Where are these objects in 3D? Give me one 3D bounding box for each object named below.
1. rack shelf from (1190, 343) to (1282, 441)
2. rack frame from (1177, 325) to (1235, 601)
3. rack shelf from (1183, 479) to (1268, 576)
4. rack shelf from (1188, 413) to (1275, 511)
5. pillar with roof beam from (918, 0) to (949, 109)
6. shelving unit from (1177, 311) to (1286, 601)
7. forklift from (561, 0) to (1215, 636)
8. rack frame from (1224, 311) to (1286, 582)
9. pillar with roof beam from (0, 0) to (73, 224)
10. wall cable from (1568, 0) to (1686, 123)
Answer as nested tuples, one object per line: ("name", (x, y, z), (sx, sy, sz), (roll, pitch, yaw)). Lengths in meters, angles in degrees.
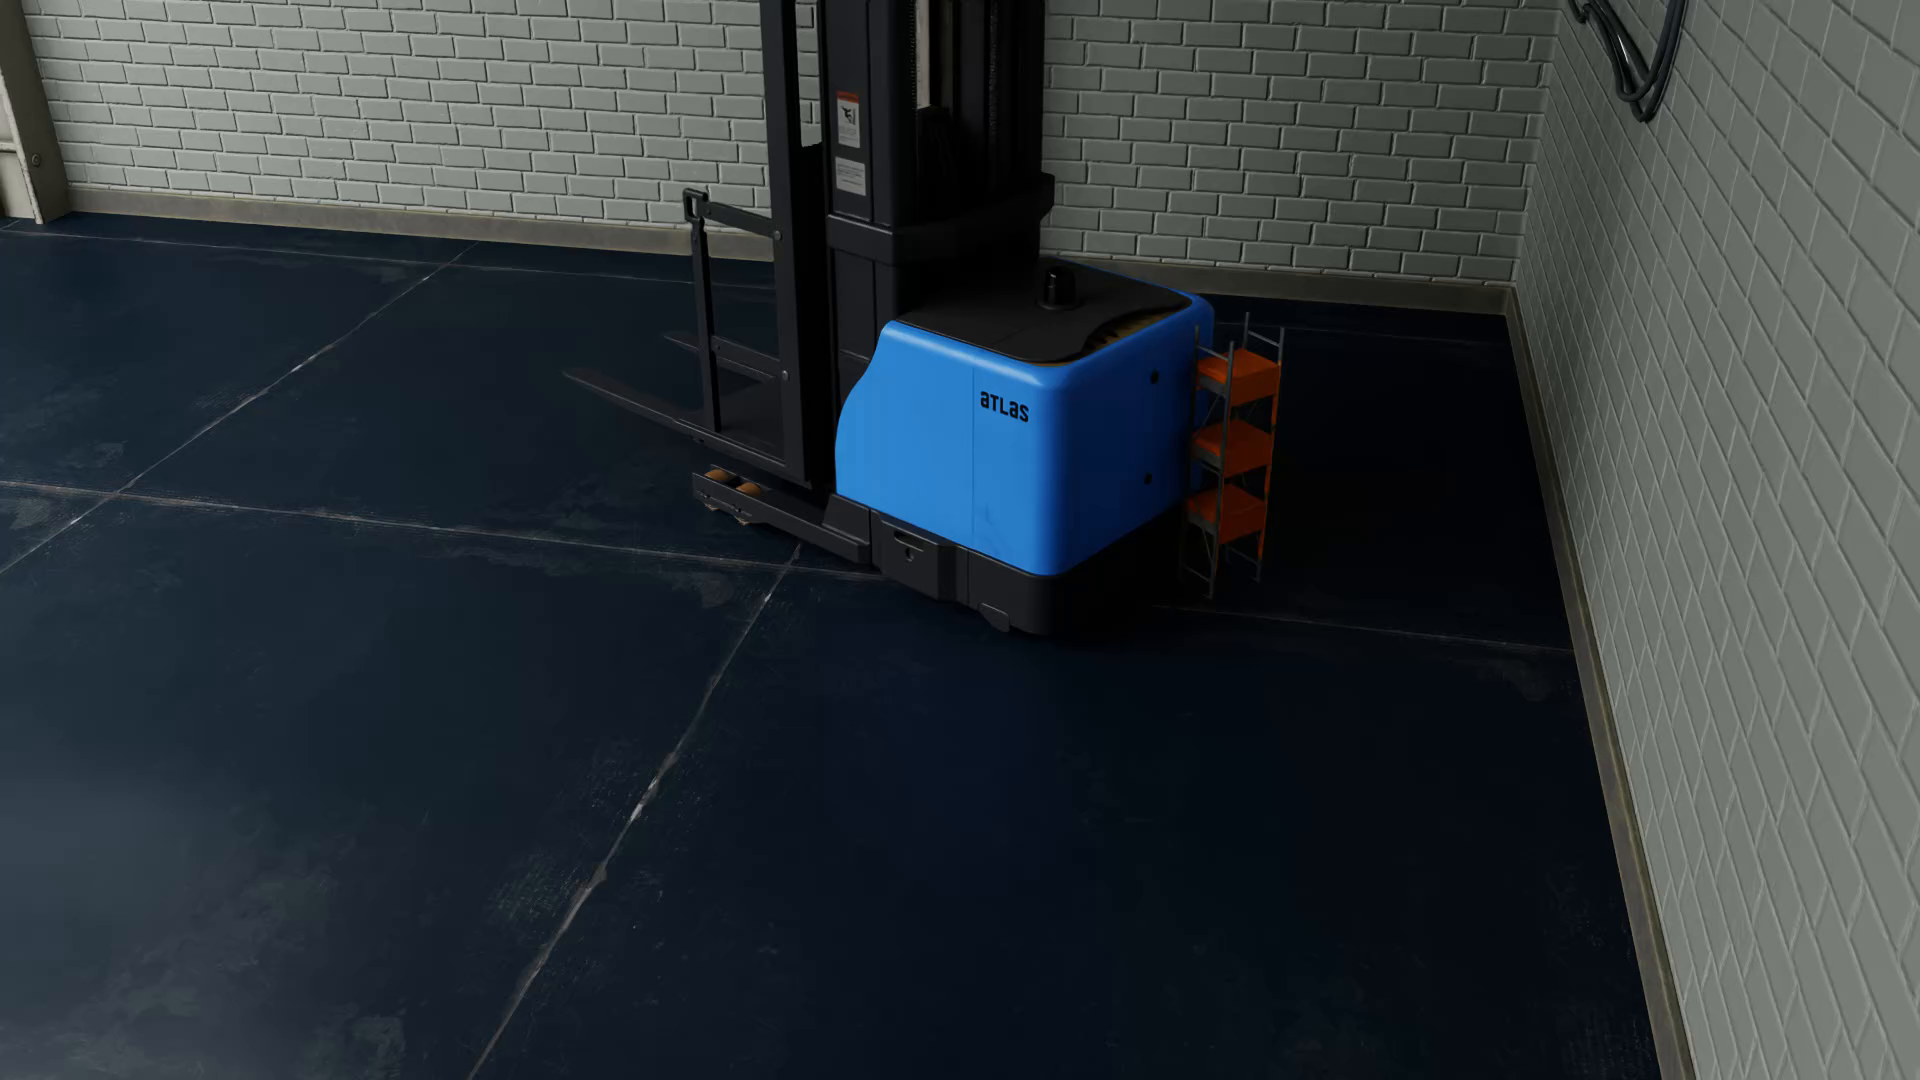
("rack shelf", (1.005, -0.543, 6.080), (0.240, 0.259, 0.215), (-18, 34, -30))
("rack frame", (0.904, -0.271, 6.151), (0.008, 1.050, 0.200), (-18, 34, -30))
("rack shelf", (1.005, -0.051, 6.350), (0.240, 0.259, 0.215), (-18, 34, -30))
("rack shelf", (1.005, -0.294, 6.217), (0.240, 0.259, 0.215), (-18, 34, -30))
("pillar with roof beam", (-0.890, -3.379, 3.551), (0.400, 9.000, 9.100), (6, 29, 11))
("shelving unit", (1.005, -0.304, 6.211), (0.252, 1.050, 0.215), (-18, 34, -30))
("forklift", (-0.488, -1.522, 6.478), (3.031, 2.935, 1.130), (22, 36, 35))
("rack frame", (1.106, -0.337, 6.272), (0.008, 1.050, 0.200), (-18, 34, -30))
("pillar with roof beam", (-6.758, -3.981, 4.650), (0.400, 9.000, 9.100), (6, 29, 11))
("wall cable", (2.614, -3.122, 6.316), (0.112, 2.526, 3.097), (6, 29, 11))
